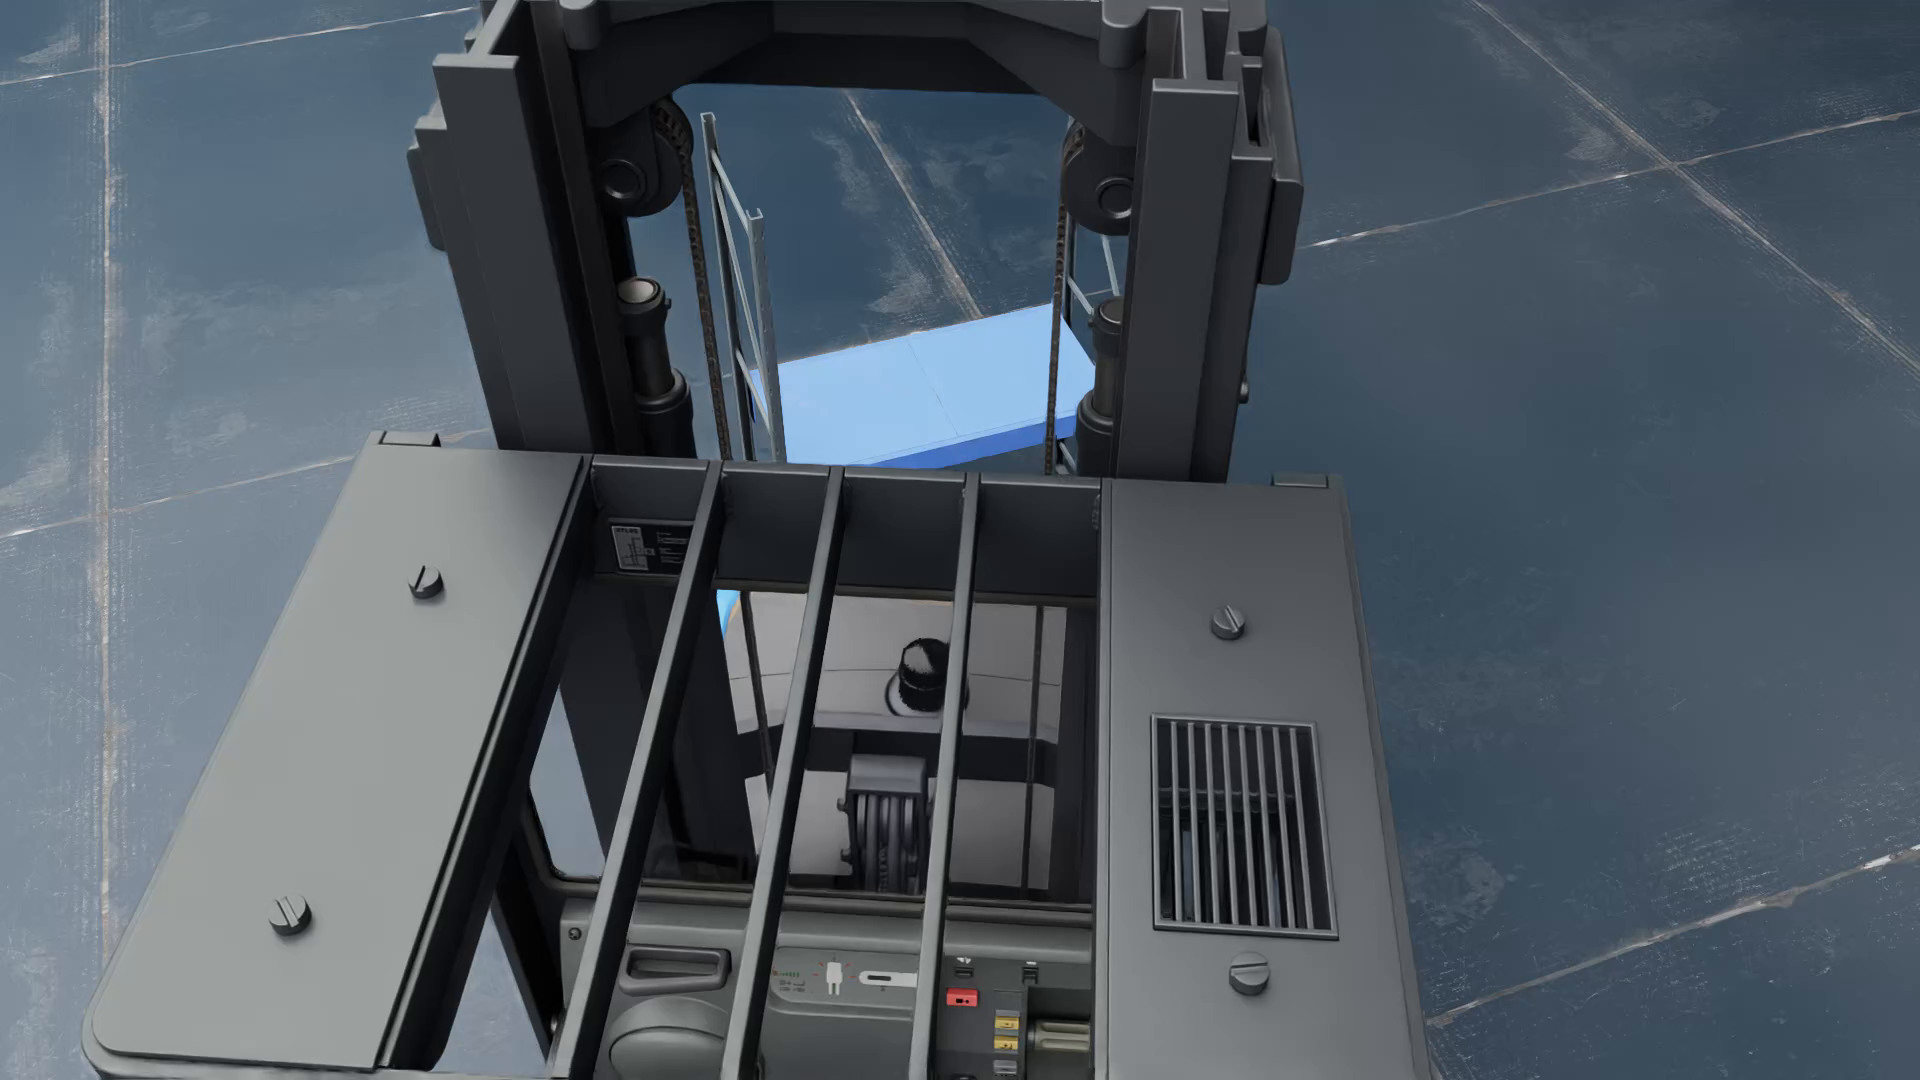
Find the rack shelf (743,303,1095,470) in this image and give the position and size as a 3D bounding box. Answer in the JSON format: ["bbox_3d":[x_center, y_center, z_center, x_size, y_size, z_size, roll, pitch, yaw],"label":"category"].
[{"bbox_3d":[-0.080,-0.382,4.826,1.000,0.185,0.538,-14,47,-14],"label":"rack shelf"}]

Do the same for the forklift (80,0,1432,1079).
[{"bbox_3d":[-0.142,0.844,2.340,1.130,2.935,3.031,3,45,3],"label":"forklift"}]

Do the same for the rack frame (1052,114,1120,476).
[{"bbox_3d":[0.398,-0.631,4.820,0.032,1.500,0.500,-14,47,-14],"label":"rack frame"}]

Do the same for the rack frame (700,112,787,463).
[{"bbox_3d":[-0.558,-0.387,4.576,0.032,1.500,0.500,-14,47,-14],"label":"rack frame"}]

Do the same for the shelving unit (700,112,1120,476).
[{"bbox_3d":[-0.080,-0.509,4.698,1.048,1.500,0.538,-14,47,-14],"label":"shelving unit"}]
